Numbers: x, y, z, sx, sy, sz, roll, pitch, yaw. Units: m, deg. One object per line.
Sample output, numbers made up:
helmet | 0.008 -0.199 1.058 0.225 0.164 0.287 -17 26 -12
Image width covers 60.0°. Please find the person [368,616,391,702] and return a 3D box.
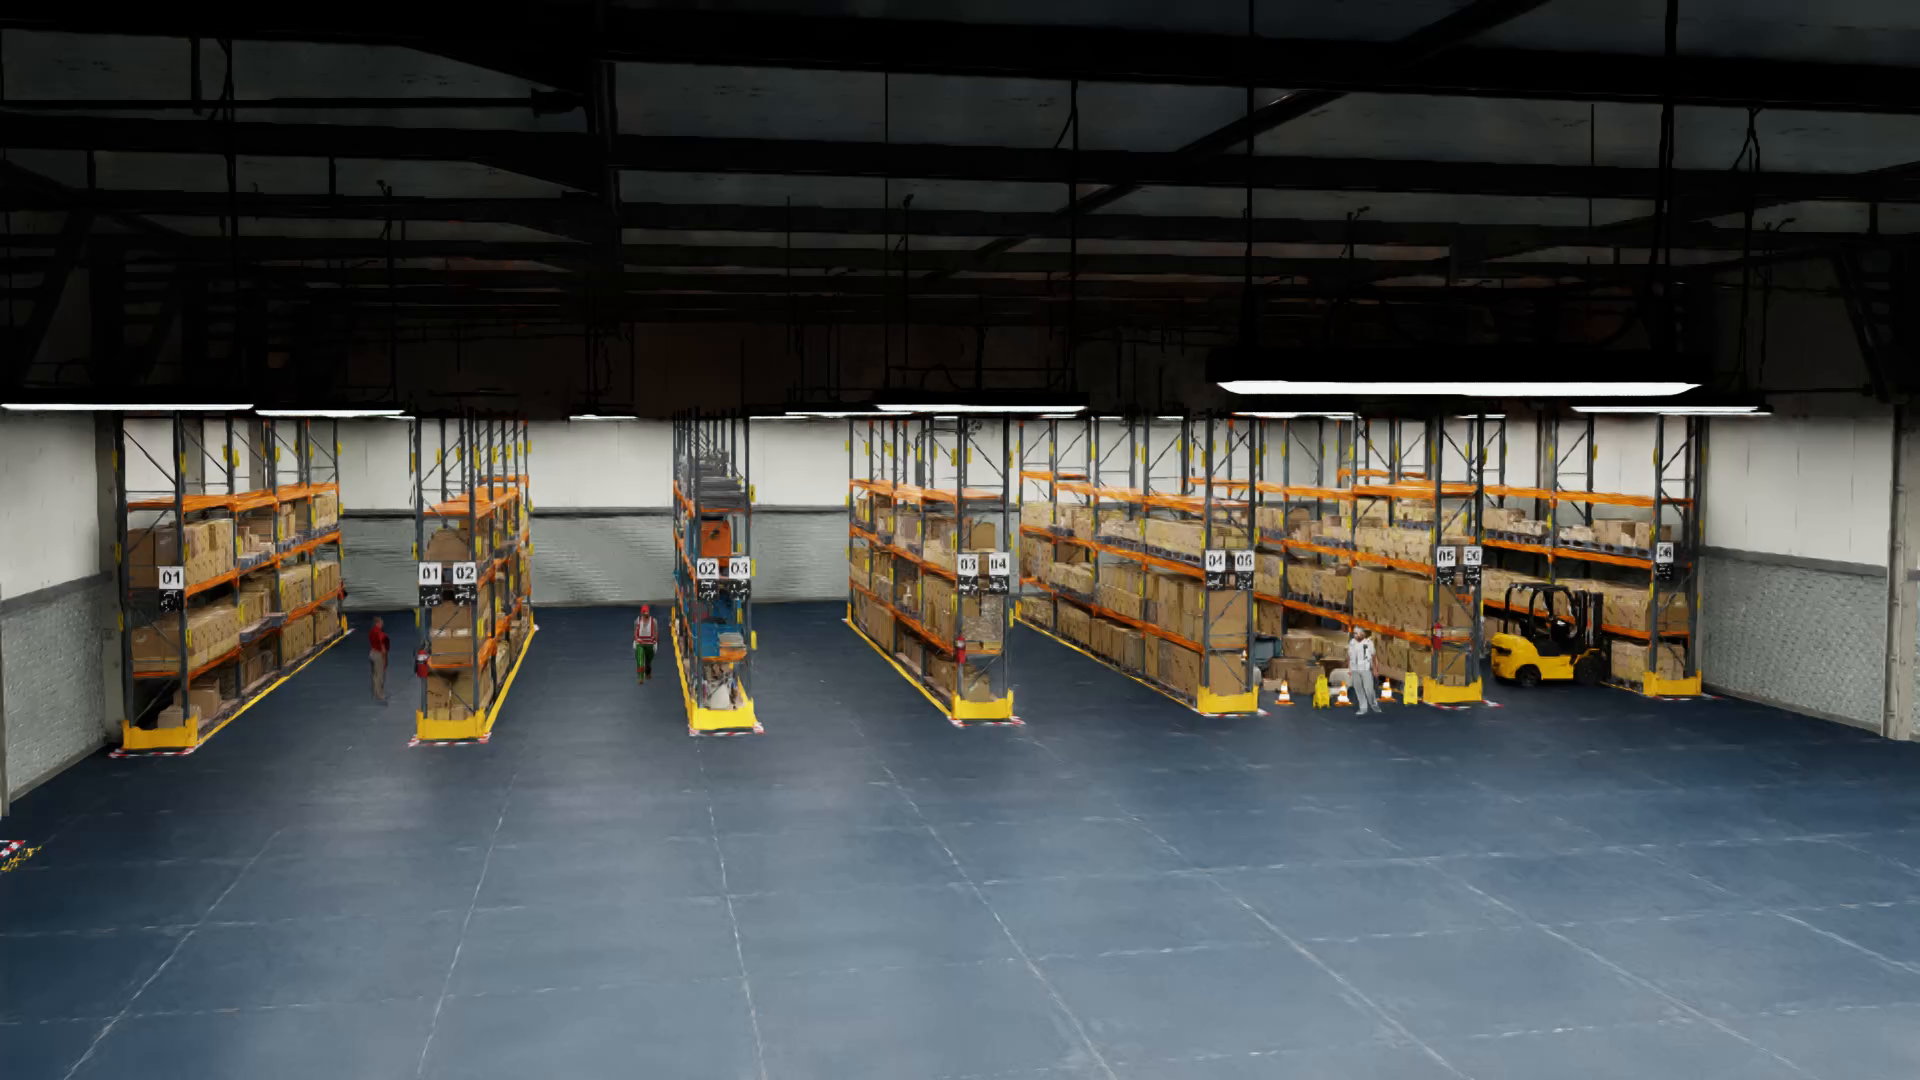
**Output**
person | -11.868 2.424 34.095 0.457 1.729 0.593 -4 5 -42

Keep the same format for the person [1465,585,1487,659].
person | 12.437 1.954 40.304 0.625 1.780 0.778 1 4 12

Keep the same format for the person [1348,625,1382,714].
person | 7.917 2.535 32.501 0.679 1.749 0.505 3 5 36

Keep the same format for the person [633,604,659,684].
person | -6.885 2.257 36.466 0.551 1.707 1.109 -1 4 -13

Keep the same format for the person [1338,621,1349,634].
person | 10.341 1.706 44.558 0.564 1.666 0.560 1 4 17
